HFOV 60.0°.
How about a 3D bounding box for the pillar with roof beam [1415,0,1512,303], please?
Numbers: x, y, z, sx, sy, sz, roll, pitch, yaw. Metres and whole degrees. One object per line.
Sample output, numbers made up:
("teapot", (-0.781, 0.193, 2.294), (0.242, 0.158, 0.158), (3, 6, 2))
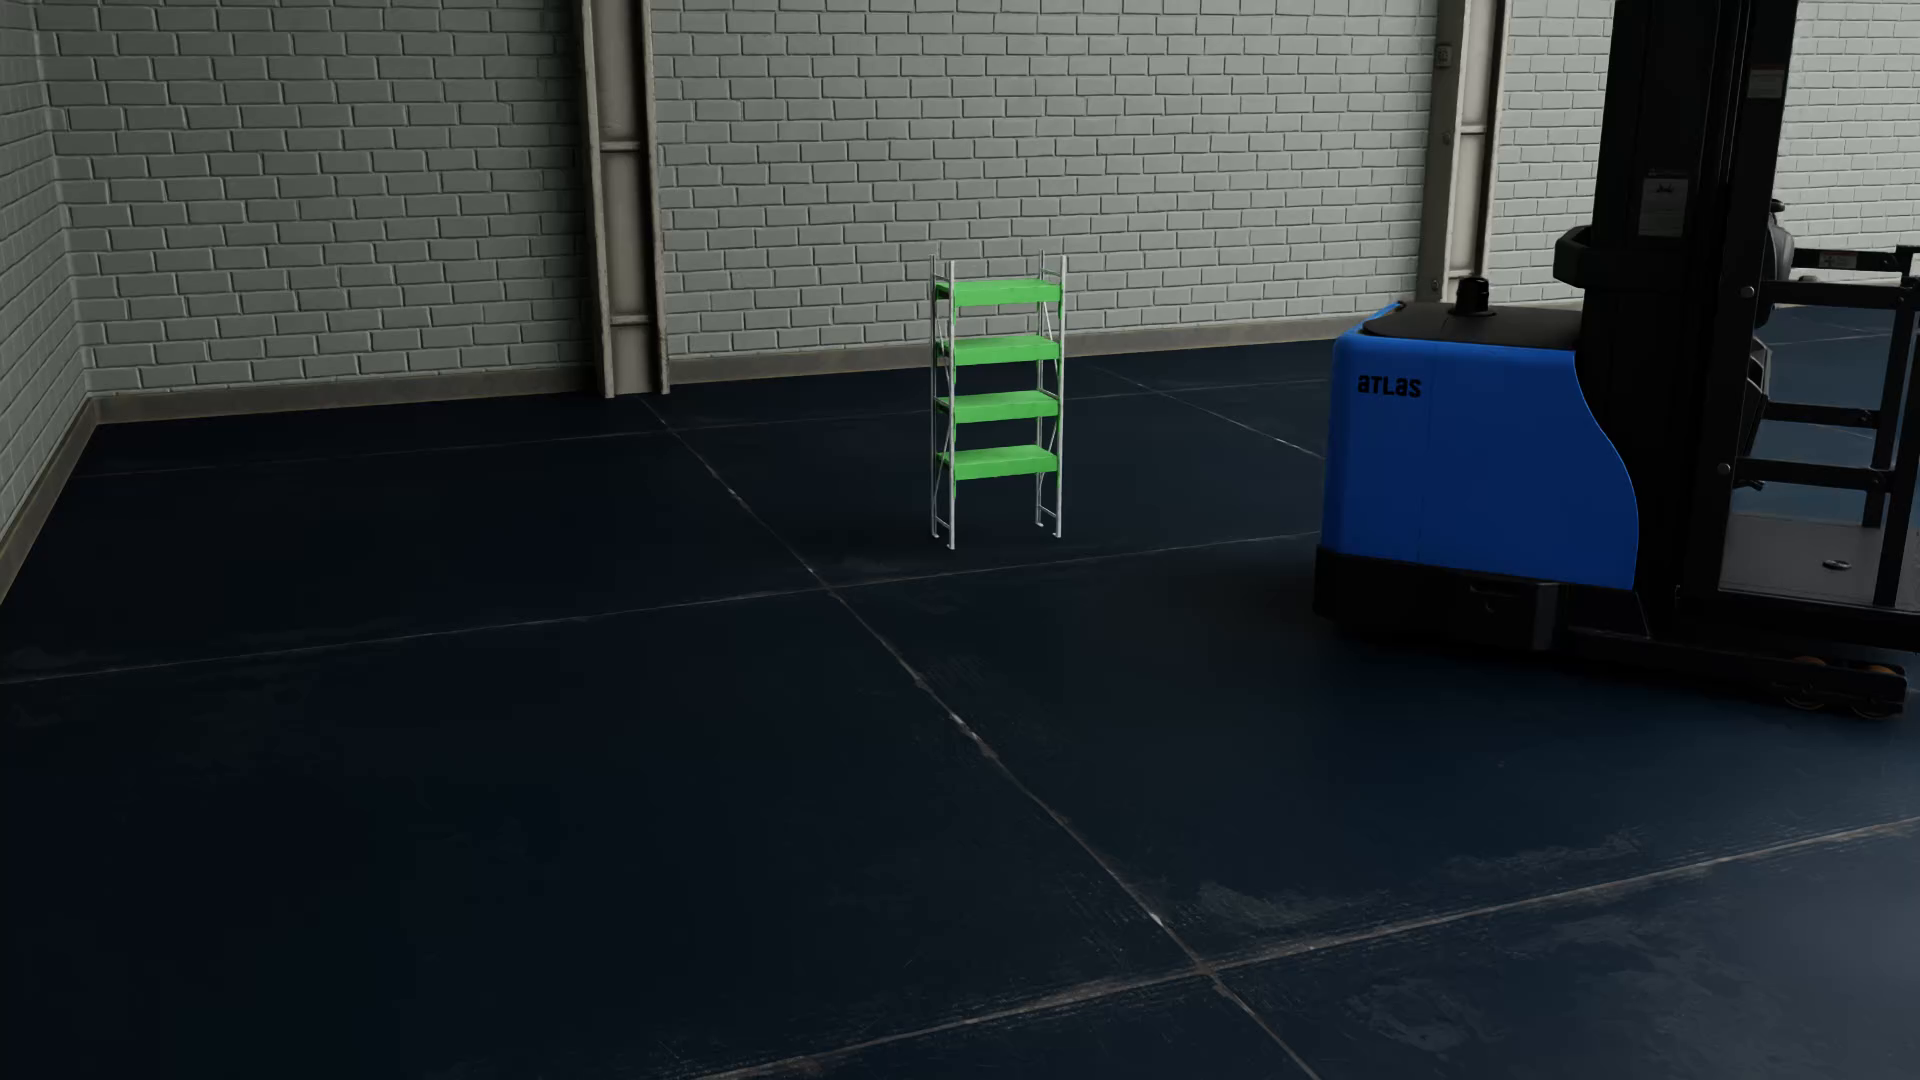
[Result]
("pillar with roof beam", (5.136, -4.704, 7.144), (0.400, 9.000, 9.100), (-6, 17, -20))

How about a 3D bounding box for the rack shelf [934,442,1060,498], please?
("rack shelf", (0.155, -0.301, 7.072), (0.480, 0.148, 0.258), (-6, 17, -20))

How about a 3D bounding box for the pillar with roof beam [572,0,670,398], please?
("pillar with roof beam", (-0.467, -4.099, 5.084), (0.400, 9.000, 9.100), (-6, 17, -20))

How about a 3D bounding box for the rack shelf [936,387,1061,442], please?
("rack shelf", (0.155, -0.531, 7.004), (0.480, 0.148, 0.258), (-6, 17, -20))

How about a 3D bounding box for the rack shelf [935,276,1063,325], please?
("rack shelf", (0.155, -0.992, 6.869), (0.480, 0.148, 0.258), (-6, 17, -20))

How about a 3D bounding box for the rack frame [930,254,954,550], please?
("rack frame", (-0.073, -0.568, 6.902), (0.015, 1.200, 0.240), (-6, 17, -20))

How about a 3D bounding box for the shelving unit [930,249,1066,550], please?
("shelving unit", (0.155, -0.592, 6.986), (0.503, 1.200, 0.258), (-6, 17, -20))

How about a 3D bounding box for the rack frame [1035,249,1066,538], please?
("rack frame", (0.382, -0.617, 7.070), (0.015, 1.200, 0.240), (-6, 17, -20))

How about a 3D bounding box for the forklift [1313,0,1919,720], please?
("forklift", (2.826, -1.016, 5.355), (3.031, 2.935, 1.130), (8, 18, 25))

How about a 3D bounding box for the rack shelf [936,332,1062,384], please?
("rack shelf", (0.155, -0.761, 6.936), (0.480, 0.148, 0.258), (-6, 17, -20))
